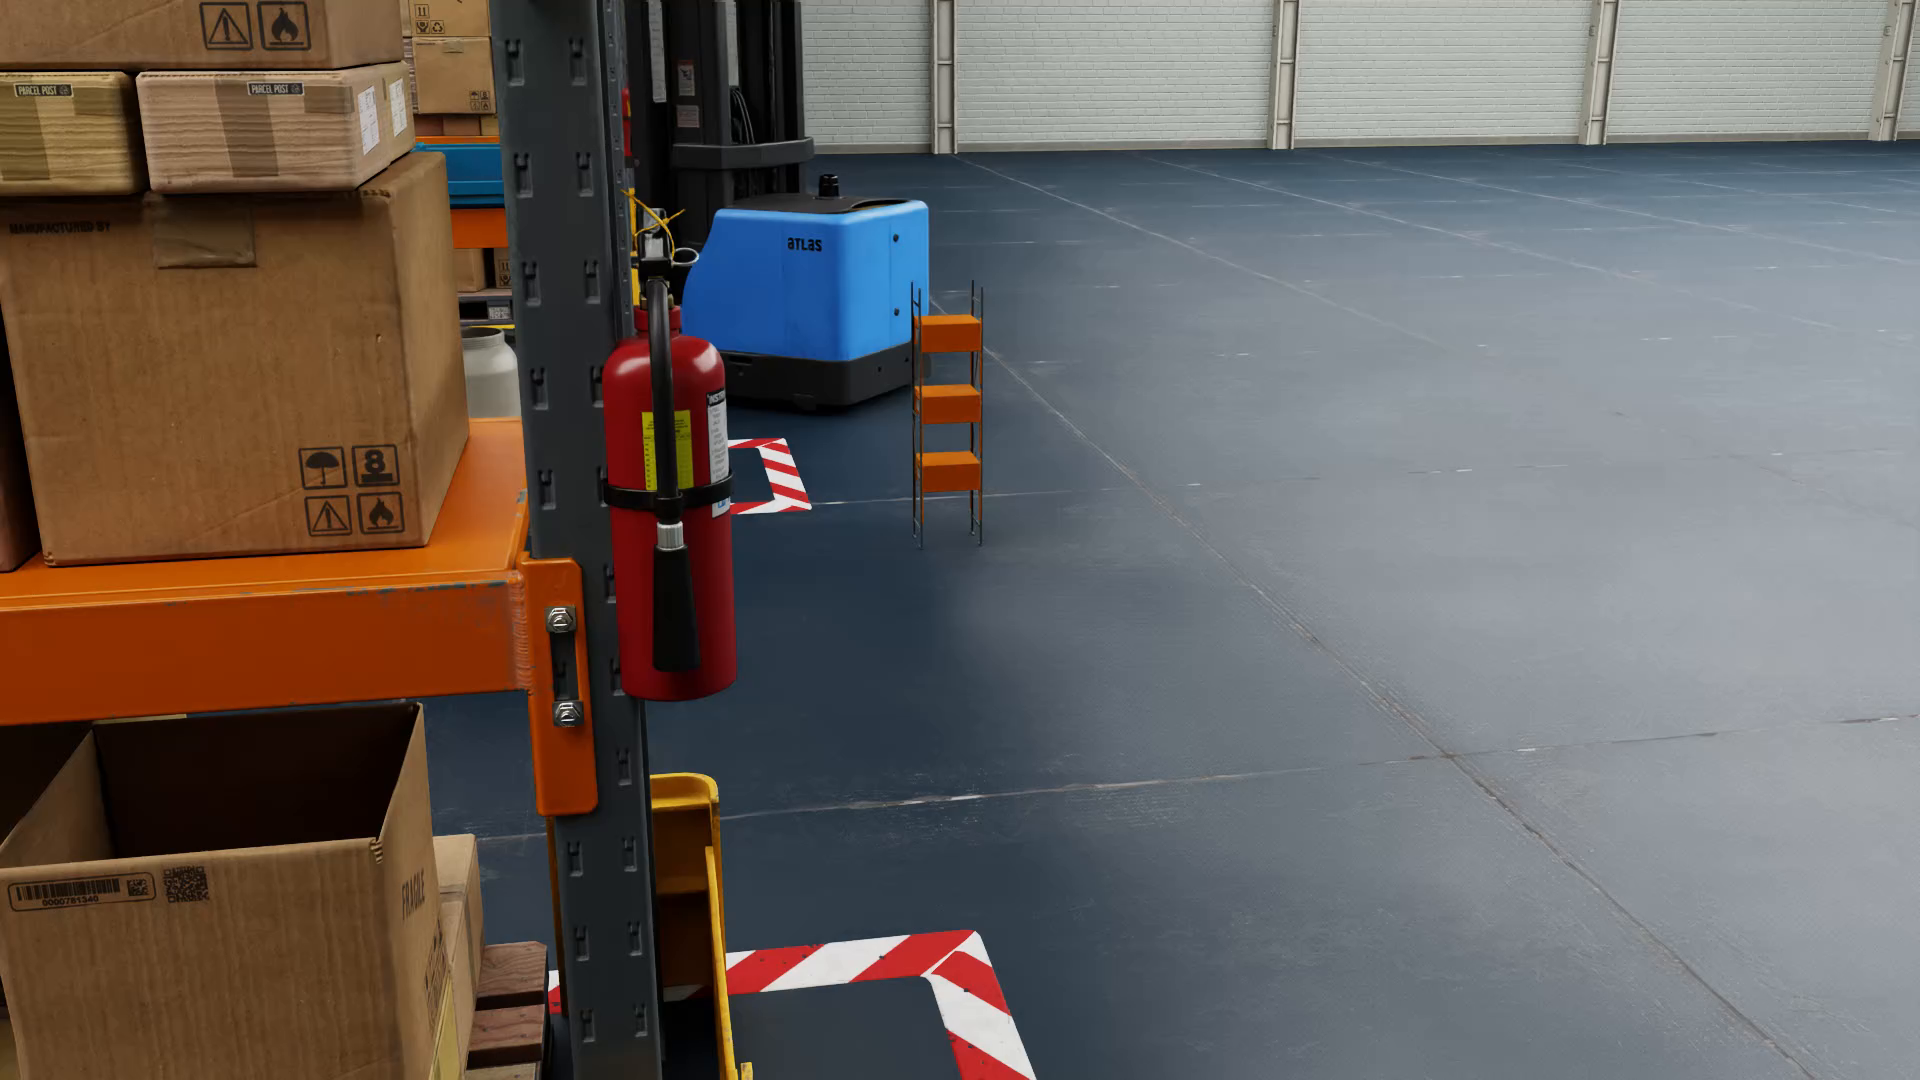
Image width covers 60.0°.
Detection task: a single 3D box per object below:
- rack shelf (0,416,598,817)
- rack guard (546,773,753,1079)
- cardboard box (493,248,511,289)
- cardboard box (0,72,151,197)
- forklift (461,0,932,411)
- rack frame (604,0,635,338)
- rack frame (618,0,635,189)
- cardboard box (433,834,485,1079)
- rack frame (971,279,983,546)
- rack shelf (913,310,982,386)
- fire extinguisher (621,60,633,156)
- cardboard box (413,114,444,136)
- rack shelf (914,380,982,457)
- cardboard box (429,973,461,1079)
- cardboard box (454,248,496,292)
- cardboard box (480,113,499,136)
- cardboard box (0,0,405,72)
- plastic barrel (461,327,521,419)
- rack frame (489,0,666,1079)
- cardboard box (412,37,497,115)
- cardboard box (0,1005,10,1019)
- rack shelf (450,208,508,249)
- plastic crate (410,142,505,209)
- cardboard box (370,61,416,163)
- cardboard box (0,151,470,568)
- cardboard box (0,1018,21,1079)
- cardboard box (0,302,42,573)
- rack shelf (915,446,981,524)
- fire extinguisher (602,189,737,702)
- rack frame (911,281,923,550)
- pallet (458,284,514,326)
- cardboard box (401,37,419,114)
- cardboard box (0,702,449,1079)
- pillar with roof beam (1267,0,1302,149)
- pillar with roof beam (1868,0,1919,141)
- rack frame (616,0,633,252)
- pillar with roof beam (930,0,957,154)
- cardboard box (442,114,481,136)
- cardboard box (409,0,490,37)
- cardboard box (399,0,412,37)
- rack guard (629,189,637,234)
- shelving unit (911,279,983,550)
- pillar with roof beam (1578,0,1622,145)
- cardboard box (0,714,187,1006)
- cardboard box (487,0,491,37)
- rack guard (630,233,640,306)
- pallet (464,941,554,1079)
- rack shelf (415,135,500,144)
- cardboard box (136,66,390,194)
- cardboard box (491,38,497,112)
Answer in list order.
[{"bbox_3d":[-2.566,0.167,2.385,4.000,0.370,1.077,-3,17,-10],"label":"rack shelf"},{"bbox_3d":[-0.578,0.905,3.013,0.348,0.500,1.175,-3,17,-10],"label":"rack guard"},{"bbox_3d":[-3.094,-2.120,12.148,0.500,0.500,0.500,0,17,0],"label":"cardboard box"},{"bbox_3d":[-1.198,-0.555,2.235,0.250,0.149,0.380,-3,17,-9],"label":"cardboard box"},{"bbox_3d":[-1.711,-2.383,9.578,3.031,2.935,1.130,9,19,26],"label":"forklift"},{"bbox_3d":[-1.538,-1.716,7.291,0.127,3.000,1.000,-3,17,-10],"label":"rack frame"},{"bbox_3d":[-3.319,-4.580,16.614,0.127,3.000,1.000,-3,17,-10],"label":"rack frame"},{"bbox_3d":[-1.171,0.791,3.095,0.500,0.250,0.500,-3,17,-10],"label":"cardboard box"},{"bbox_3d":[0.067,-0.506,6.670,0.008,1.050,0.200,-3,17,-10],"label":"rack frame"},{"bbox_3d":[-0.053,-0.760,6.568,0.240,0.259,0.215,-3,17,-10],"label":"rack shelf"},{"bbox_3d":[-2.278,-2.981,11.540,0.183,0.674,0.296,-3,17,-10],"label":"fire extinguisher"},{"bbox_3d":[-3.701,-2.895,11.556,0.250,0.149,0.380,-3,17,-10],"label":"cardboard box"},{"bbox_3d":[-0.053,-0.489,6.651,0.240,0.259,0.215,-3,17,-10],"label":"rack shelf"},{"bbox_3d":[-1.072,0.940,2.609,0.500,0.250,0.500,-3,17,-10],"label":"cardboard box"},{"bbox_3d":[-3.674,-2.077,12.007,0.500,0.500,0.500,1,17,4],"label":"cardboard box"},{"bbox_3d":[-3.199,-2.906,11.593,0.250,0.149,0.380,-3,17,-10],"label":"cardboard box"},{"bbox_3d":[-1.115,-0.931,2.354,0.500,0.500,0.700,-3,17,-10],"label":"cardboard box"},{"bbox_3d":[-2.170,-0.669,7.404,0.421,0.512,0.421,0,17,0],"label":"plastic barrel"},{"bbox_3d":[-0.602,-0.288,2.642,0.127,3.000,1.000,-3,17,-10],"label":"rack frame"},{"bbox_3d":[-3.491,-3.249,11.605,0.500,0.500,0.875,-3,17,-10],"label":"cardboard box"},{"bbox_3d":[-1.661,0.820,3.001,0.500,0.250,0.500,-3,17,-10],"label":"cardboard box"},{"bbox_3d":[-3.502,-1.261,7.034,4.000,0.370,1.077,-3,17,-10],"label":"rack shelf"},{"bbox_3d":[-1.973,-1.531,6.942,0.616,0.251,0.499,-3,17,-10],"label":"plastic crate"},{"bbox_3d":[-1.028,-0.686,2.663,0.250,0.149,0.380,-3,17,-11],"label":"cardboard box"},{"bbox_3d":[-1.063,-0.314,2.554,0.500,0.500,0.700,-3,17,-10],"label":"cardboard box"},{"bbox_3d":[-1.561,0.972,2.507,0.500,0.250,0.500,-3,17,-10],"label":"cardboard box"},{"bbox_3d":[-1.577,-0.283,2.455,0.500,0.500,0.700,-3,17,-9],"label":"cardboard box"},{"bbox_3d":[-0.053,-0.223,6.733,0.240,0.259,0.215,-3,17,-10],"label":"rack shelf"},{"bbox_3d":[-0.398,-0.124,2.239,0.183,0.674,0.296,-3,17,-10],"label":"fire extinguisher"},{"bbox_3d":[-0.172,-0.492,6.626,0.008,1.050,0.200,-3,17,-10],"label":"rack frame"},{"bbox_3d":[-3.356,-1.772,12.222,1.213,0.211,1.003,-3,17,-10],"label":"pallet"},{"bbox_3d":[-3.990,-3.234,11.554,0.500,0.500,0.875,-3,17,-10],"label":"cardboard box"},{"bbox_3d":[-1.072,0.582,2.497,0.500,0.500,0.500,-3,17,-10],"label":"cardboard box"},{"bbox_3d":[6.441,-9.948,23.874,0.400,9.000,9.100,-3,17,-10],"label":"pillar with roof beam"},{"bbox_3d":[18.224,-10.616,26.050,0.400,9.000,9.100,-3,17,-10],"label":"pillar with roof beam"},{"bbox_3d":[-2.477,-3.144,11.940,0.127,3.000,1.000,-3,17,-10],"label":"rack frame"},{"bbox_3d":[0.550,-9.614,22.786,0.400,9.000,9.100,-3,17,-10],"label":"pillar with roof beam"},{"bbox_3d":[-3.448,-2.897,11.562,0.250,0.149,0.380,-3,17,-10],"label":"cardboard box"},{"bbox_3d":[-3.460,-3.681,11.307,0.500,0.500,0.500,-3,17,-10],"label":"cardboard box"},{"bbox_3d":[-3.952,-3.654,11.219,0.500,0.500,0.500,-3,17,-10],"label":"cardboard box"},{"bbox_3d":[-3.296,-3.386,16.985,0.348,0.500,1.175,-3,17,-10],"label":"rack guard"},{"bbox_3d":[-0.053,-0.499,6.648,0.252,1.050,0.215,-3,17,-10],"label":"shelving unit"},{"bbox_3d":[12.332,-10.282,24.962,0.400,9.000,9.100,-3,17,-10],"label":"pillar with roof beam"},{"bbox_3d":[-1.661,0.461,2.893,0.500,0.500,0.500,-3,17,-10],"label":"cardboard box"},{"bbox_3d":[-2.971,-3.710,11.403,0.500,0.500,0.500,-3,17,-10],"label":"cardboard box"},{"bbox_3d":[-2.552,-1.945,12.293,0.348,0.500,1.175,-3,17,-10],"label":"rack guard"},{"bbox_3d":[-1.345,1.099,2.873,1.213,0.211,1.003,-3,17,-10],"label":"pallet"},{"bbox_3d":[-4.441,-2.689,11.683,4.000,0.370,1.077,-3,17,-10],"label":"rack shelf"},{"bbox_3d":[-0.941,-0.570,2.284,0.250,0.149,0.380,-4,17,-11],"label":"cardboard box"},{"bbox_3d":[-3.023,-3.312,11.808,0.500,0.500,0.875,-3,17,-10],"label":"cardboard box"}]
